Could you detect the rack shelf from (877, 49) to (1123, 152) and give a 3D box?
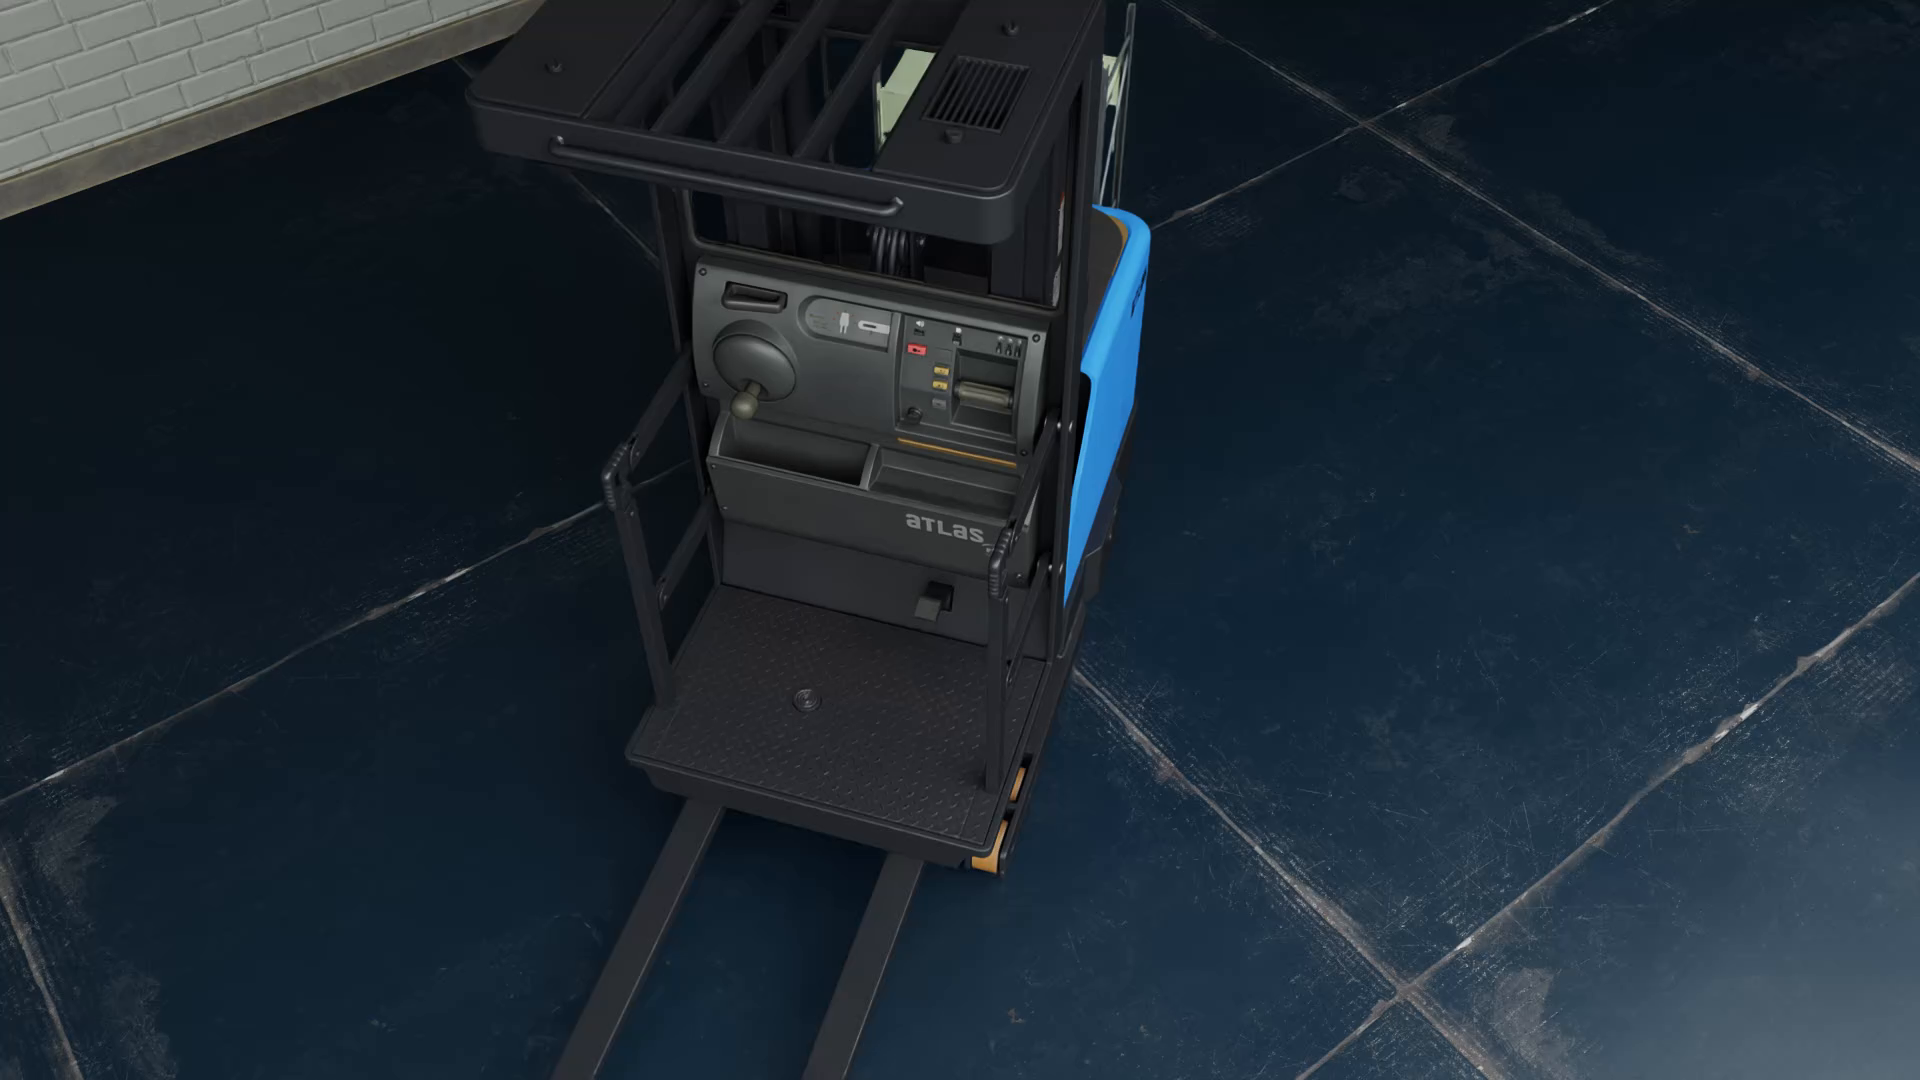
[{"bbox_3d":[0.140,-1.397,5.477,0.720,0.370,0.431,13,49,11],"label":"rack shelf"}]

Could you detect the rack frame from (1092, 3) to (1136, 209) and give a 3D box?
[{"bbox_3d":[0.490,-1.056,5.695,0.023,1.500,0.400,13,49,11],"label":"rack frame"}]

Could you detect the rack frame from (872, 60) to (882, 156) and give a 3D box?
[{"bbox_3d":[-0.210,-1.214,5.838,0.023,1.500,0.400,13,49,11],"label":"rack frame"}]

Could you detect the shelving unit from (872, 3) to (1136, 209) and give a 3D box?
[{"bbox_3d":[0.140,-1.135,5.767,0.755,1.500,0.431,13,49,11],"label":"shelving unit"}]

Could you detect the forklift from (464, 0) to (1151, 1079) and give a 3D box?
[{"bbox_3d":[-0.302,-0.351,4.090,1.130,2.935,3.031,13,49,11],"label":"forklift"}]
